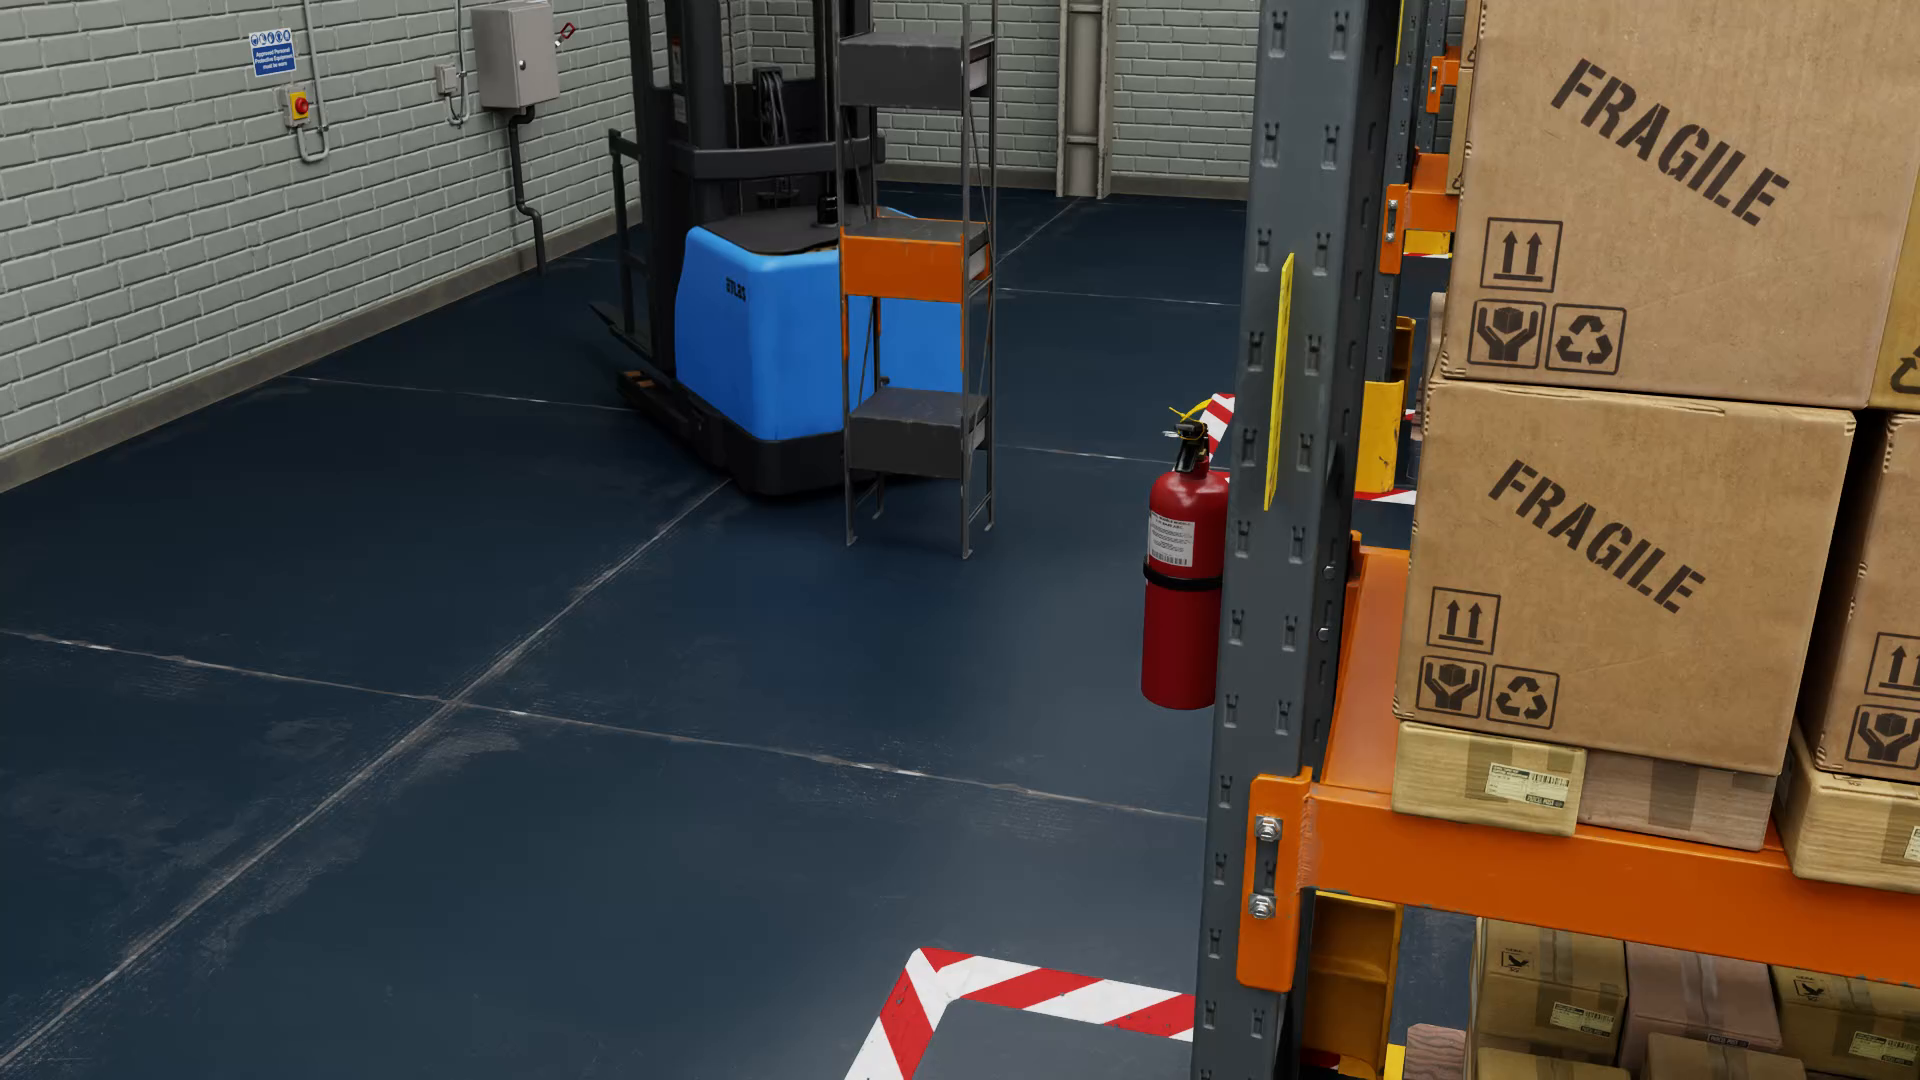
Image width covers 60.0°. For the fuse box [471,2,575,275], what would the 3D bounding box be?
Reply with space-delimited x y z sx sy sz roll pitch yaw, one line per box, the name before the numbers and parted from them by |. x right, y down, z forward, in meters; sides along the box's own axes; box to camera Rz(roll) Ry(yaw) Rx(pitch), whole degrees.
fuse box | -2.751 -2.572 10.786 0.414 1.711 0.539 7 23 16

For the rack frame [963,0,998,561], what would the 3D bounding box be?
rack frame | 0.075 -0.963 6.351 0.015 2.100 0.400 7 23 16

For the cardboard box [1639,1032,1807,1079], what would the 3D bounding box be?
cardboard box | 1.277 1.015 2.763 0.250 0.149 0.380 7 23 16

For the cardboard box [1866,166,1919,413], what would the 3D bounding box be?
cardboard box | 1.413 -0.450 2.073 0.500 0.500 0.500 7 23 17

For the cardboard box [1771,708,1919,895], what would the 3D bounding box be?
cardboard box | 1.288 0.331 2.342 0.250 0.149 0.380 6 23 14

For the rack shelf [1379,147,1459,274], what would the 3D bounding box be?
rack shelf | 3.822 -1.259 6.836 4.000 0.370 1.077 7 23 16

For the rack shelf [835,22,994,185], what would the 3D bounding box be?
rack shelf | -0.158 -1.625 6.155 0.480 0.518 0.431 7 23 16

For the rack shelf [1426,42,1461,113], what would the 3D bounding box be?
rack shelf | 5.253 -3.063 11.233 4.000 0.370 1.077 7 23 16

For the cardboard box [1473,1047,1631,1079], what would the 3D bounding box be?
cardboard box | 0.978 1.028 2.730 0.250 0.149 0.380 5 23 13

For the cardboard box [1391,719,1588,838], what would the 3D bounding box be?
cardboard box | 0.790 0.269 2.493 0.250 0.149 0.380 6 23 15

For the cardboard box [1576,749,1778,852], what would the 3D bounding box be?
cardboard box | 1.046 0.282 2.462 0.250 0.149 0.380 7 23 17

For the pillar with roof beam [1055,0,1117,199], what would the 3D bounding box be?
pillar with roof beam | -0.227 -5.450 8.198 0.400 9.000 9.100 7 23 16

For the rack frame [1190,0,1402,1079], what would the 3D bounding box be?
rack frame | 0.574 -0.002 2.822 0.127 3.000 1.000 7 23 16

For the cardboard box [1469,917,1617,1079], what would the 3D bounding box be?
cardboard box | 1.162 0.939 3.339 0.250 0.149 0.380 6 23 14

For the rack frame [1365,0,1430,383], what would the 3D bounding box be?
rack frame | 1.908 -1.811 7.234 0.127 3.000 1.000 7 23 16

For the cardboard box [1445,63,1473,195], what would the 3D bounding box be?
cardboard box | 2.284 -1.701 6.832 0.500 0.500 0.500 6 23 15

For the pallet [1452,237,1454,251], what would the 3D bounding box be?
pallet | 4.174 -2.230 11.928 1.213 0.211 1.003 7 23 16

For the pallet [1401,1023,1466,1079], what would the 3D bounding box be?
pallet | 1.415 1.398 3.083 1.213 0.211 1.003 7 23 16

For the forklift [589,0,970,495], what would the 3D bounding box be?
forklift | -1.094 -2.063 7.938 1.130 2.935 3.031 -12 25 -26

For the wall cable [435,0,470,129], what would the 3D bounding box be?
wall cable | -3.099 -3.408 9.786 0.122 1.984 0.588 7 23 16

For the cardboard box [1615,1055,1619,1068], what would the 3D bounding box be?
cardboard box | 1.397 0.988 3.221 0.250 0.149 0.380 6 23 14

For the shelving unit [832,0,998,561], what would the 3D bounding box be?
shelving unit | -0.158 -0.990 6.416 0.503 2.100 0.431 7 23 16

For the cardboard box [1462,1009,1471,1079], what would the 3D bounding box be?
cardboard box | 1.139 1.105 3.328 0.250 0.149 0.380 7 23 16

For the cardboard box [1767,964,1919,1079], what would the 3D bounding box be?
cardboard box | 1.663 0.844 3.179 0.250 0.149 0.380 6 23 14

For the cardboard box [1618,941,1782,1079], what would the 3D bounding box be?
cardboard box | 1.378 0.862 3.136 0.250 0.149 0.380 7 23 17

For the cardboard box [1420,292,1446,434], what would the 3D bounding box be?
cardboard box | 2.568 -0.784 7.552 0.875 0.438 0.875 6 23 14

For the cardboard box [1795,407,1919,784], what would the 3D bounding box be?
cardboard box | 1.444 0.013 2.262 0.500 0.500 0.500 7 23 16

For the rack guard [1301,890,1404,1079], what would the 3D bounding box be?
rack guard | 0.647 1.163 3.276 0.348 0.500 1.175 7 23 16

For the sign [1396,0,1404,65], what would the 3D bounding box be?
sign | 1.742 -2.048 6.564 0.005 0.325 0.100 7 23 16

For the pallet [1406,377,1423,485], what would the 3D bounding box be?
pallet | 2.696 -0.462 7.619 1.213 0.211 1.003 7 23 16

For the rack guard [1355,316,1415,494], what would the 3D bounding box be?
rack guard | 1.885 -0.658 7.714 0.348 0.500 1.175 7 23 16

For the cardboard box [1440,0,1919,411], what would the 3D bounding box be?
cardboard box | 0.928 -0.503 2.202 0.500 0.500 0.500 6 23 15

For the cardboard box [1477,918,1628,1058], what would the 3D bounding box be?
cardboard box | 1.155 0.813 3.254 0.250 0.149 0.380 7 23 16

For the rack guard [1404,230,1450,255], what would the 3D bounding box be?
rack guard | 3.411 -2.451 12.085 0.348 0.500 1.175 7 23 16

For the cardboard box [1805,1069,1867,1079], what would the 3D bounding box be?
cardboard box | 1.660 0.996 3.201 0.250 0.149 0.380 6 23 13

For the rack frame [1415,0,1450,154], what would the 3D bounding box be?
rack frame | 3.338 -3.615 11.631 0.127 3.000 1.000 7 23 16

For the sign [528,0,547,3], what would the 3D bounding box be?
sign | -2.807 -3.327 11.052 0.001 0.494 0.329 7 23 16

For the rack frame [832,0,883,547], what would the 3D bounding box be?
rack frame | -0.392 -1.016 6.481 0.015 2.100 0.400 7 23 16

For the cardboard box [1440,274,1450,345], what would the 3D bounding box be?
cardboard box | 1.079 -0.230 2.855 0.500 0.500 0.500 7 23 17

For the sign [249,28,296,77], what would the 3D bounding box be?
sign | -3.570 -2.535 8.642 0.001 0.218 0.327 7 23 16

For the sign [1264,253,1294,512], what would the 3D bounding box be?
sign | 0.418 -0.205 2.177 0.005 0.325 0.100 7 23 16

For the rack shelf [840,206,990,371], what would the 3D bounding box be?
rack shelf | -0.158 -0.977 6.421 0.480 0.518 0.431 7 23 16

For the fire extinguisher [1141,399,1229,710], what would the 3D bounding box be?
fire extinguisher | 0.467 0.011 3.384 0.183 0.674 0.296 7 23 16

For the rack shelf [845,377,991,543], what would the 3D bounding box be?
rack shelf | -0.158 -0.329 6.687 0.480 0.518 0.431 7 23 16

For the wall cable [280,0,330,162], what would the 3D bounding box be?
wall cable | -3.498 -2.906 8.521 0.123 1.953 0.585 7 23 16

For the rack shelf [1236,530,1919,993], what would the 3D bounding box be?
rack shelf | 2.489 0.550 2.424 4.000 0.370 1.077 7 23 16

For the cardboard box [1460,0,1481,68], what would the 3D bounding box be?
cardboard box | 2.285 -2.164 6.644 0.500 0.500 0.500 6 23 14

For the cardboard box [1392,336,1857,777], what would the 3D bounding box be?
cardboard box | 0.924 -0.036 2.382 0.500 0.500 0.500 8 24 18
